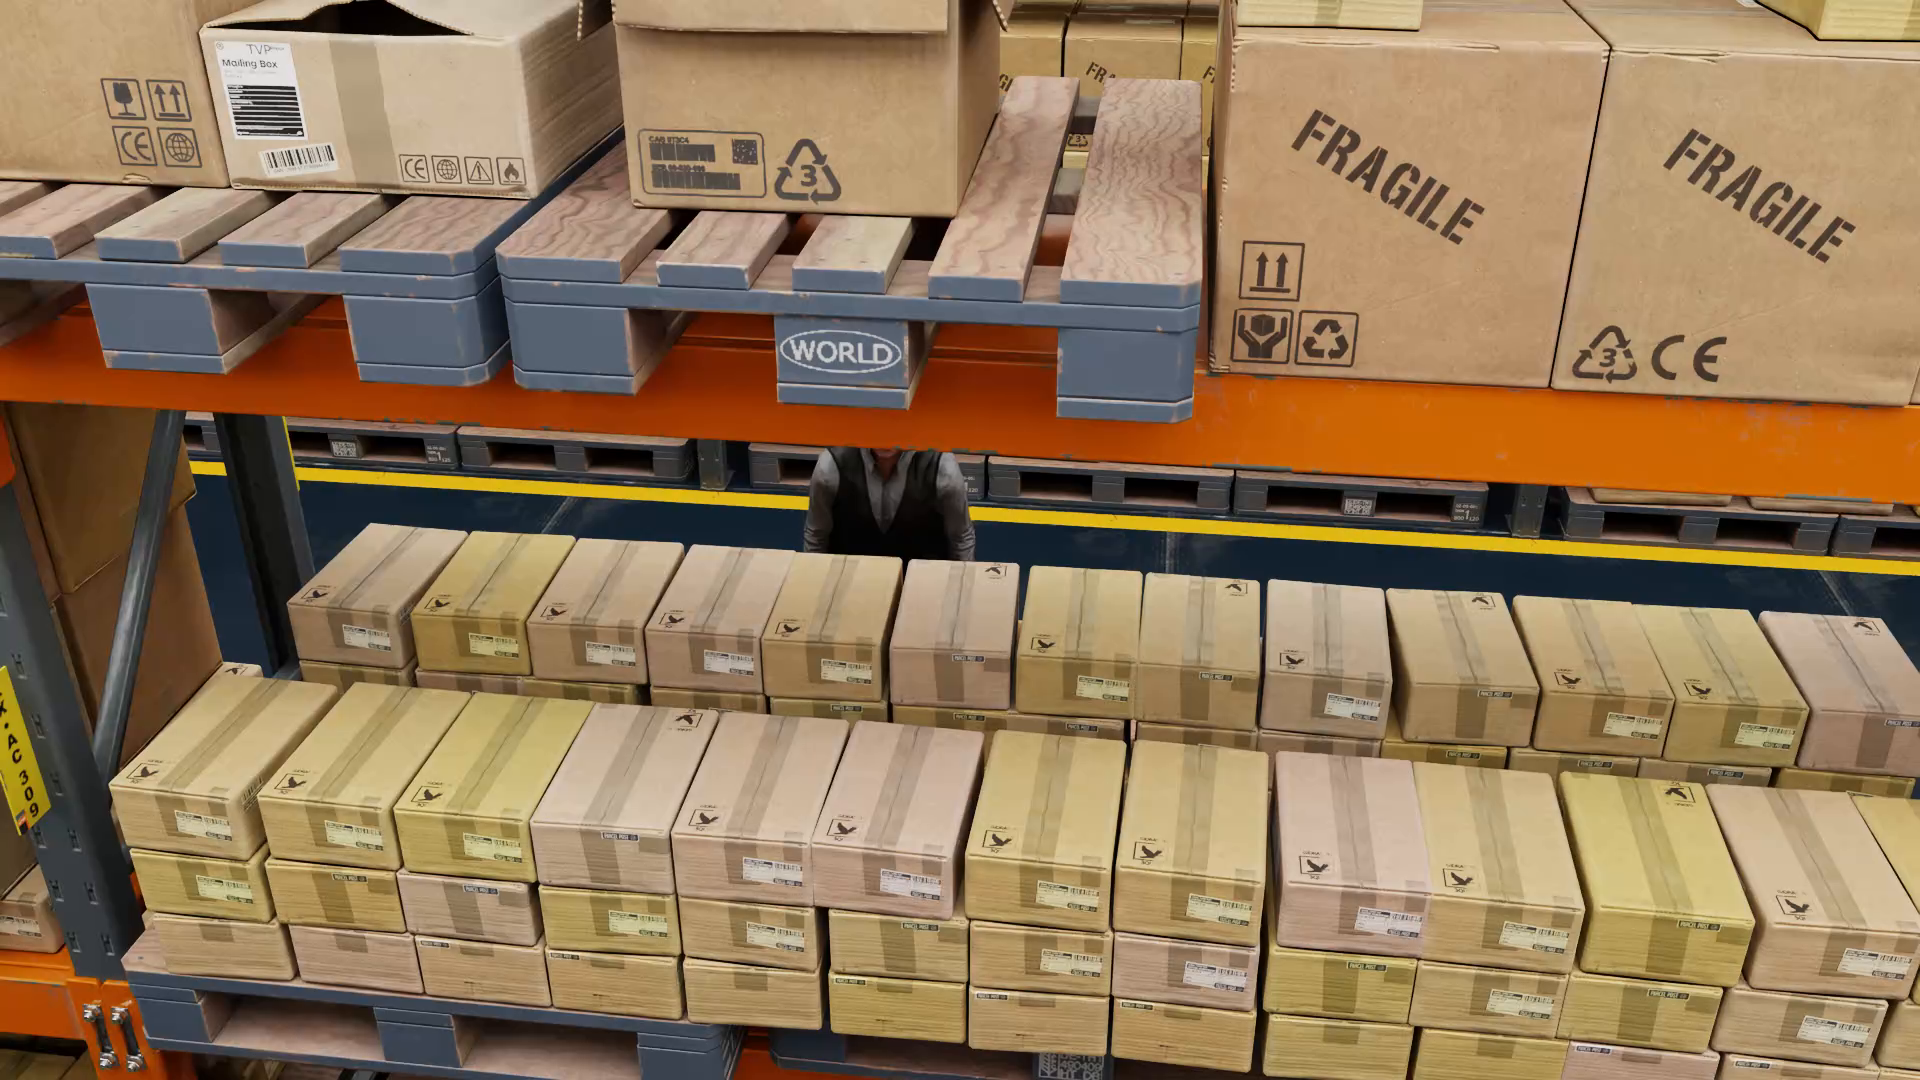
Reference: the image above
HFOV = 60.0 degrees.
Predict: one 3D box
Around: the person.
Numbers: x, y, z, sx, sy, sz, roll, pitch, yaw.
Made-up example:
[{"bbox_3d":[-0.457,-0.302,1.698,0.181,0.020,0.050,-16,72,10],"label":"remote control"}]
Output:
[{"bbox_3d":[-0.243,0.218,5.741,0.592,1.720,0.417,2,28,4],"label":"person"}]
